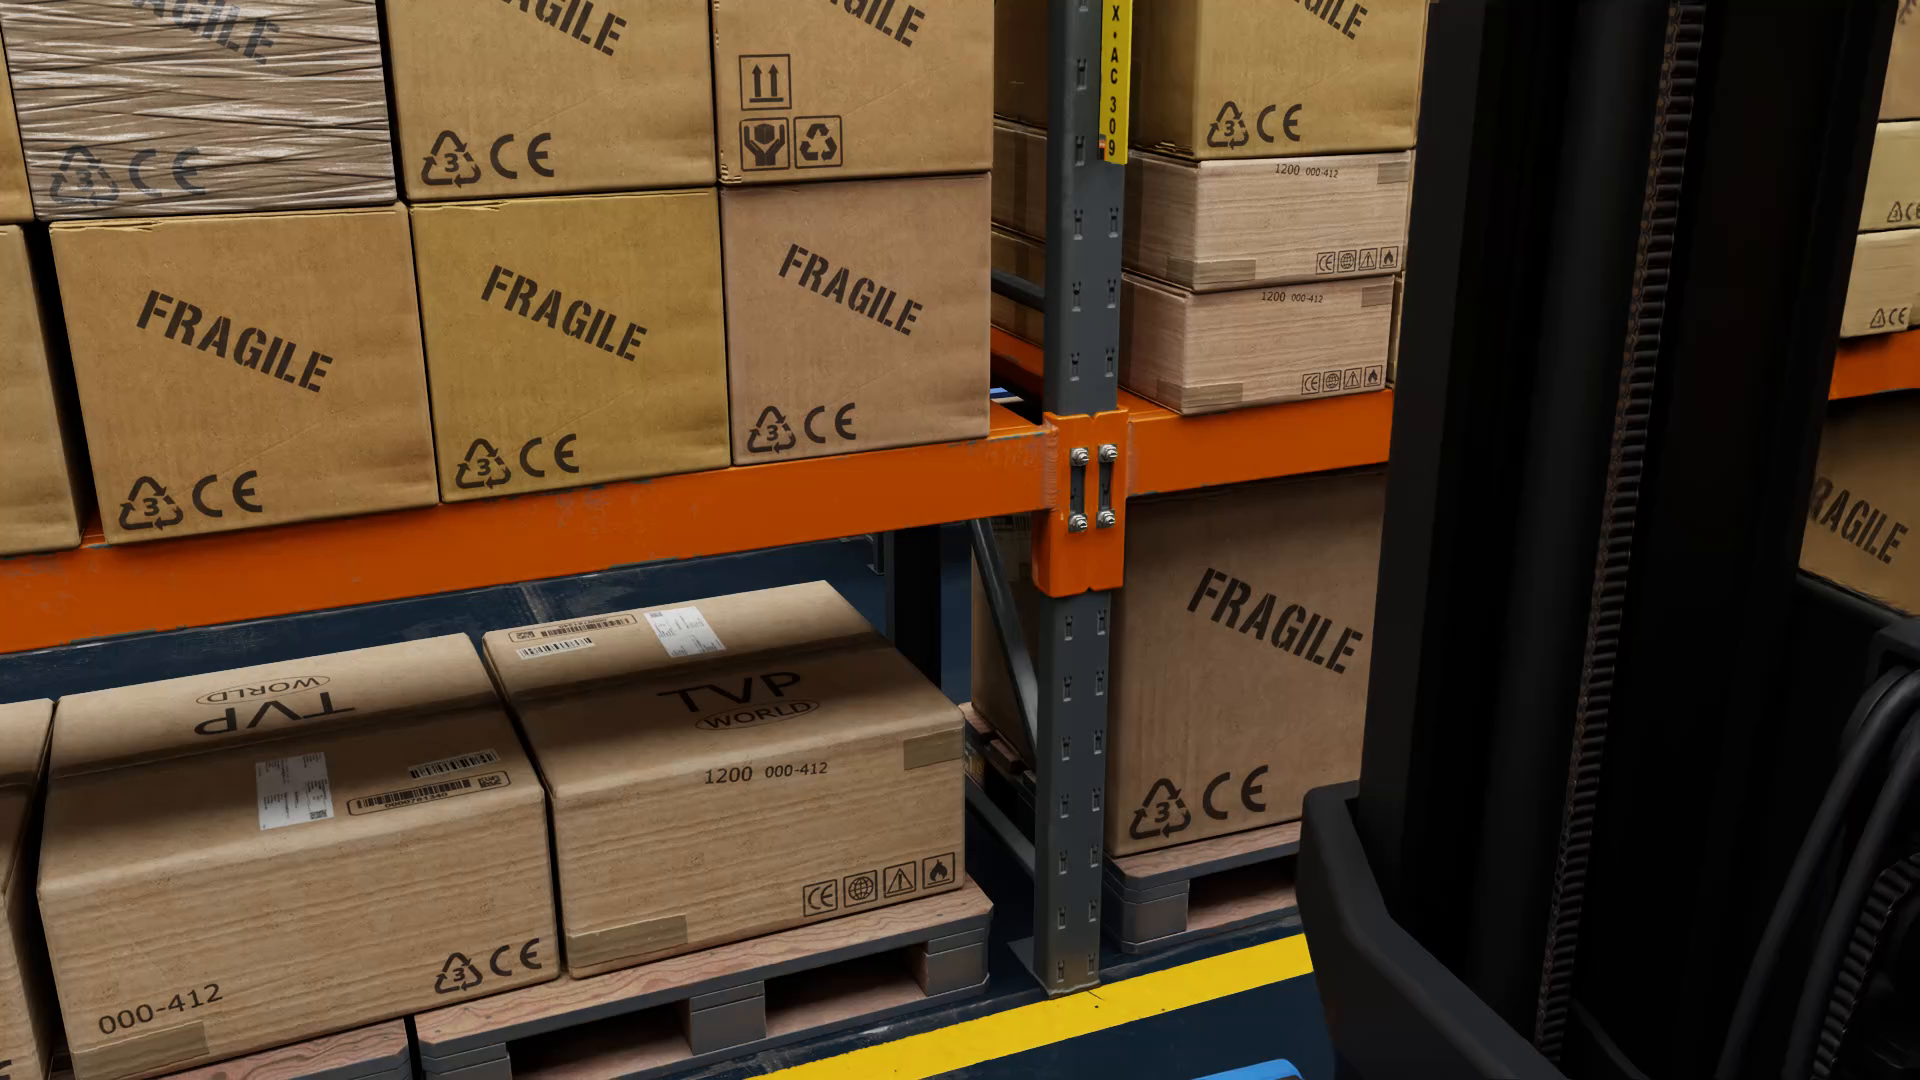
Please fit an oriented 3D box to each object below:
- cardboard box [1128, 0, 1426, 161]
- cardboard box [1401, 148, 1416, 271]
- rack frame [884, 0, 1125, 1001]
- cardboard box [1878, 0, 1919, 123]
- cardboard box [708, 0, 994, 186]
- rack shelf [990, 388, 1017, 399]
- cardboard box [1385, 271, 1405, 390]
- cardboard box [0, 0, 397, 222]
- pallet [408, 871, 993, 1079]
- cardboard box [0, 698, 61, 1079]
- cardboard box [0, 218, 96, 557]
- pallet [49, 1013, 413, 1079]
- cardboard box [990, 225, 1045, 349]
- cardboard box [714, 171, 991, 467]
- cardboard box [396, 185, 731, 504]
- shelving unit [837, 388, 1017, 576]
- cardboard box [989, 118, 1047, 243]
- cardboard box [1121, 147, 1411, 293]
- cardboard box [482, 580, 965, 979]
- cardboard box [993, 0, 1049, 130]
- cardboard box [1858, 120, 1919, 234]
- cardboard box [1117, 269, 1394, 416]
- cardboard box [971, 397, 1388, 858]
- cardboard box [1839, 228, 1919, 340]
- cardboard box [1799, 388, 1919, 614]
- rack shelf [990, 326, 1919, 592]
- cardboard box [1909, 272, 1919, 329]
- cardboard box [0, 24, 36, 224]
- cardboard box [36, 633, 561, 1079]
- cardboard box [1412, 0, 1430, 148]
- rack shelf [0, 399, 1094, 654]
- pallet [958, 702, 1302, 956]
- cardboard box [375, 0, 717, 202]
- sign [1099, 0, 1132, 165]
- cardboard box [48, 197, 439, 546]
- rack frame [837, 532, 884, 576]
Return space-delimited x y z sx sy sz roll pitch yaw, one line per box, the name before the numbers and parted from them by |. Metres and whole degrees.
cardboard box | 0.574 -1.053 3.341 0.500 0.500 0.500 -8 21 -21
cardboard box | 1.040 -0.778 3.689 0.500 0.250 0.500 -8 21 -21
rack frame | 0.056 -0.564 3.608 0.127 3.000 1.000 -8 21 -22
cardboard box | 1.964 -1.264 3.939 0.500 0.500 0.500 -9 21 -23
cardboard box | -0.267 -0.937 3.010 0.500 0.500 0.500 -8 21 -22
rack shelf | 0.078 -0.549 6.365 1.000 0.185 0.538 -8 21 -22
cardboard box | 1.040 -0.539 3.763 0.500 0.250 0.500 -9 21 -23
cardboard box | -1.200 -0.803 2.629 0.500 0.500 0.500 -8 21 -21
pallet | -0.673 0.827 3.855 1.213 0.211 1.003 -8 21 -22
cardboard box | -2.213 0.732 3.152 0.875 0.438 0.875 -8 21 -20
cardboard box | -1.681 -0.268 2.617 0.500 0.500 0.500 -7 21 -20
pallet | -1.795 0.989 3.395 1.213 0.211 1.003 -8 21 -22
cardboard box | 0.368 -0.629 4.019 0.500 0.250 0.500 -9 21 -23
cardboard box | -0.268 -0.472 3.197 0.500 0.500 0.500 -8 21 -21
cardboard box | -0.738 -0.403 3.000 0.500 0.500 0.500 -9 21 -23
shelving unit | 0.078 -0.719 6.305 1.048 1.500 0.538 -8 21 -22
cardboard box | 0.365 -0.861 3.925 0.500 0.250 0.500 -8 21 -22
cardboard box | 0.572 -0.701 3.470 0.500 0.250 0.500 -9 21 -23
cardboard box | -0.563 0.496 3.822 0.875 0.438 0.875 -8 21 -23
cardboard box | 0.367 -1.218 3.810 0.500 0.500 0.500 -7 21 -20
cardboard box | 1.977 -0.904 4.045 0.500 0.250 0.500 -9 21 -24
cardboard box | 0.565 -0.471 3.569 0.500 0.250 0.500 -9 21 -23
cardboard box | 0.594 0.134 4.192 0.875 0.875 0.875 -7 21 -20
cardboard box | 1.979 -0.665 4.120 0.500 0.250 0.500 -9 21 -23
cardboard box | 2.241 -0.105 4.870 0.875 0.875 0.875 -8 21 -21
rack shelf | 1.893 -0.488 4.475 4.000 0.370 1.077 -8 21 -22
cardboard box | 2.436 -0.741 4.335 0.500 0.250 0.500 -8 21 -22
cardboard box | -1.664 -0.739 2.449 0.500 0.500 0.500 -8 21 -22
cardboard box | -1.384 0.614 3.487 0.875 0.438 0.875 -9 21 -24
cardboard box | 1.030 -1.129 3.555 0.500 0.500 0.500 -8 21 -22
rack shelf | -1.780 0.038 2.980 4.000 0.370 1.077 -8 21 -22
pallet | 0.735 0.627 4.425 1.213 0.211 1.003 -8 21 -22
cardboard box | -0.737 -0.872 2.827 0.500 0.500 0.500 -8 21 -23
sign | 0.278 -0.841 2.971 0.005 0.325 0.100 -8 21 -22
cardboard box | -1.194 -0.332 2.799 0.500 0.500 0.500 -8 21 -23
rack frame | -0.388 -0.652 6.115 0.032 1.500 0.500 -8 21 -22
